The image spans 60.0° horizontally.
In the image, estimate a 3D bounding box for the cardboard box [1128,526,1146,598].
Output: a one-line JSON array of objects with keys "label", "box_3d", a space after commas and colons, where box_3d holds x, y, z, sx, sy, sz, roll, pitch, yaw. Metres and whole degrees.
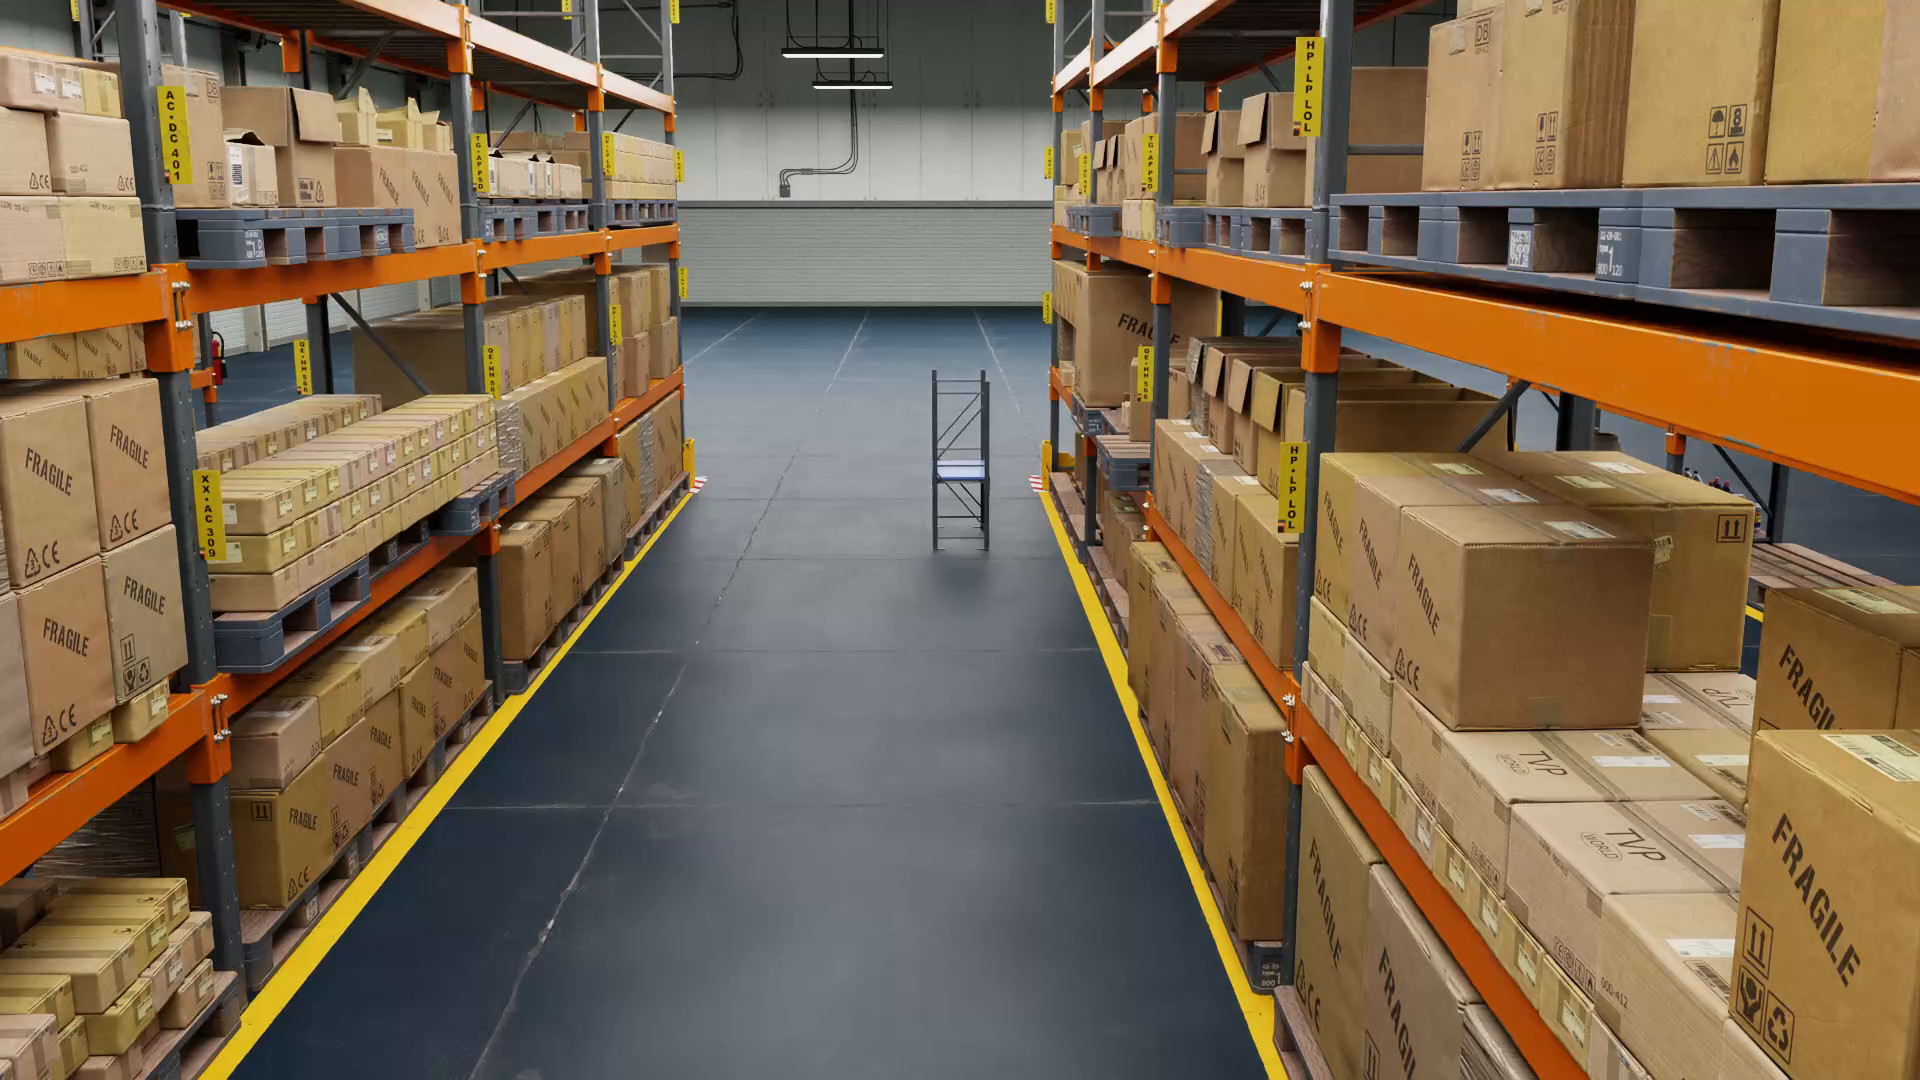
[{"label": "cardboard box", "box_3d": [1.566, 0.198, 11.910, 0.700, 0.500, 0.500, 1, 11, 4]}]

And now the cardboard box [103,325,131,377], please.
[{"label": "cardboard box", "box_3d": [-8.140, -1.793, 15.545, 0.500, 0.500, 0.500, 0, 11, 0]}]

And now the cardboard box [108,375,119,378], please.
[{"label": "cardboard box", "box_3d": [-8.084, -1.455, 15.509, 0.380, 0.149, 0.250, 0, 11, -1]}]

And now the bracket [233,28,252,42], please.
[{"label": "bracket", "box_3d": [-14.288, -10.043, 33.067, 0.235, 0.232, 0.430, 0, 11, -1]}]

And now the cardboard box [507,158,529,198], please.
[{"label": "cardboard box", "box_3d": [-3.124, -2.351, 10.819, 0.500, 0.250, 0.500, 0, 11, 0]}]

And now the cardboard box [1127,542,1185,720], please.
[{"label": "cardboard box", "box_3d": [1.636, 0.517, 9.444, 1.225, 0.875, 0.875, -1, 11, -4]}]

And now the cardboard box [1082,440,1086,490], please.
[{"label": "cardboard box", "box_3d": [1.520, -0.784, 16.799, 0.500, 0.500, 0.500, 3, 12, 14]}]

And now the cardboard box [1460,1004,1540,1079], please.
[{"label": "cardboard box", "box_3d": [1.696, 1.662, 3.799, 0.875, 0.875, 0.875, 0, 11, -1]}]

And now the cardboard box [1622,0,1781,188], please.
[{"label": "cardboard box", "box_3d": [1.793, -0.957, 3.320, 0.700, 0.500, 0.500, -1, 12, -5]}]

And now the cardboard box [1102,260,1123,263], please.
[{"label": "cardboard box", "box_3d": [1.736, -2.622, 17.116, 0.500, 0.500, 0.500, 0, 11, -1]}]

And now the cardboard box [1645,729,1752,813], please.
[{"label": "cardboard box", "box_3d": [2.028, 0.659, 4.086, 0.500, 0.250, 0.500, 0, 11, -2]}]

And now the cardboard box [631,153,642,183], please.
[{"label": "cardboard box", "box_3d": [-3.154, -3.346, 14.977, 0.500, 0.250, 0.500, 0, 11, -2]}]

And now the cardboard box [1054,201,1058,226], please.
[{"label": "cardboard box", "box_3d": [1.229, -3.345, 17.029, 0.500, 0.250, 0.500, 0, 11, 1]}]

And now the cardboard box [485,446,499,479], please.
[{"label": "cardboard box", "box_3d": [-2.849, -0.442, 9.458, 0.380, 0.149, 0.250, 0, 11, 0]}]

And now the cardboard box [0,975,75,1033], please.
[{"label": "cardboard box", "box_3d": [-2.984, 1.461, 5.120, 0.380, 0.149, 0.250, 0, 11, 1]}]

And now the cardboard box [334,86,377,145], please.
[{"label": "cardboard box", "box_3d": [-3.003, -2.014, 7.914, 0.396, 0.266, 0.258, 0, 11, -1]}]

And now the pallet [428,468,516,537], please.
[{"label": "pallet", "box_3d": [-3.197, -0.220, 9.272, 1.213, 0.211, 1.003, 0, 11, -1]}]

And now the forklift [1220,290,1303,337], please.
[{"label": "forklift", "box_3d": [3.045, -1.626, 15.891, 1.130, 2.935, 3.031, 0, 11, 1]}]

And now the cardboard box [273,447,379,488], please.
[{"label": "cardboard box", "box_3d": [-2.807, -0.321, 7.369, 0.380, 0.149, 0.250, 0, 11, -2]}]

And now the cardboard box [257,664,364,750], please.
[{"label": "cardboard box", "box_3d": [-3.000, 0.738, 7.413, 0.500, 0.250, 0.500, 0, 11, 0]}]

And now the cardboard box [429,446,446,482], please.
[{"label": "cardboard box", "box_3d": [-2.830, -0.383, 8.420, 0.380, 0.149, 0.250, 0, 11, -2]}]

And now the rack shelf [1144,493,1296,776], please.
[{"label": "rack shelf", "box_3d": [1.684, 0.295, 8.063, 1.077, 0.370, 4.000, 0, 11, -1]}]

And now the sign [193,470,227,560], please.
[{"label": "sign", "box_3d": [-2.693, -0.088, 5.962, 0.100, 0.325, 0.005, 0, 11, -1]}]

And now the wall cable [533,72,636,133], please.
[{"label": "wall cable", "box_3d": [-10.934, -12.301, 48.357, 3.097, 2.526, 0.112, 0, 11, -1]}]

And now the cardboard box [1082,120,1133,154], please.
[{"label": "cardboard box", "box_3d": [1.296, -3.249, 13.918, 0.500, 0.500, 0.500, -1, 11, -3]}]

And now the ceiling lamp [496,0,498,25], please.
[{"label": "ceiling lamp", "box_3d": [-9.883, -11.047, 32.386, 2.000, 3.185, 0.800, 0, 11, -1]}]

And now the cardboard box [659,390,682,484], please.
[{"label": "cardboard box", "box_3d": [-3.404, -1.075, 17.294, 0.875, 0.875, 0.875, 0, 11, -1]}]

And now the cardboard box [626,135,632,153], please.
[{"label": "cardboard box", "box_3d": [-3.086, -3.468, 14.575, 0.380, 0.149, 0.250, 0, 11, -2]}]

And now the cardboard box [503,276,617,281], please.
[{"label": "cardboard box", "box_3d": [-3.502, -2.035, 14.645, 0.875, 0.550, 0.550, 0, 11, -1]}]

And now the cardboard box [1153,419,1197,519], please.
[{"label": "cardboard box", "box_3d": [1.381, -0.407, 9.459, 0.500, 0.500, 0.500, 0, 11, 1]}]

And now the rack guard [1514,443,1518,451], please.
[{"label": "rack guard", "box_3d": [6.478, -0.826, 18.065, 1.175, 0.500, 0.348, 0, 11, -1]}]

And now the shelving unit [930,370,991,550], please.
[{"label": "shelving unit", "box_3d": [-0.002, -0.752, 15.184, 0.538, 1.500, 1.048, 0, 11, -1]}]

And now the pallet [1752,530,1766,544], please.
[{"label": "pallet", "box_3d": [6.540, -0.038, 14.906, 1.003, 0.211, 1.213, 0, 11, -1]}]

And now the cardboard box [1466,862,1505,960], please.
[{"label": "cardboard box", "box_3d": [1.440, 0.885, 3.977, 0.380, 0.149, 0.250, 0, 11, 0]}]

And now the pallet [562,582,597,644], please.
[{"label": "pallet", "box_3d": [-3.282, 0.512, 12.193, 1.003, 0.211, 1.213, 0, 11, -1]}]

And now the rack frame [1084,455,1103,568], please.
[{"label": "rack frame", "box_3d": [1.560, -1.251, 13.870, 1.000, 3.000, 0.127, 0, 11, -1]}]

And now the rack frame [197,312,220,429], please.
[{"label": "rack frame", "box_3d": [-8.431, -2.005, 17.589, 1.000, 3.000, 0.127, 0, 11, -1]}]

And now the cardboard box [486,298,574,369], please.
[{"label": "cardboard box", "box_3d": [-3.372, -1.588, 12.769, 0.700, 0.500, 0.500, 0, 11, -2]}]

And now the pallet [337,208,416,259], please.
[{"label": "pallet", "box_3d": [-3.167, -1.367, 7.374, 1.213, 0.211, 1.003, 0, 11, -1]}]

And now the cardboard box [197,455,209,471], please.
[{"label": "cardboard box", "box_3d": [-3.455, -0.270, 7.117, 0.380, 0.149, 0.250, 0, 11, -1]}]

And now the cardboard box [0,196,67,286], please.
[{"label": "cardboard box", "box_3d": [-2.957, -0.861, 4.782, 0.500, 0.250, 0.500, 0, 11, -1]}]

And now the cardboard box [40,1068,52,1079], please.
[{"label": "cardboard box", "box_3d": [-2.938, 1.655, 4.916, 0.380, 0.149, 0.250, 0, 11, 0]}]

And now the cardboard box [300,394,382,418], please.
[{"label": "cardboard box", "box_3d": [-3.502, -0.736, 9.412, 0.380, 0.149, 0.250, 0, 11, -1]}]

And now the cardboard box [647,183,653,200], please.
[{"label": "cardboard box", "box_3d": [-3.107, -3.279, 15.650, 0.380, 0.149, 0.250, 0, 11, 0]}]

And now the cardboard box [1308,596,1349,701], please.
[{"label": "cardboard box", "box_3d": [1.473, 0.362, 5.551, 0.500, 0.250, 0.500, 0, 11, -2]}]

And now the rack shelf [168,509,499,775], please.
[{"label": "rack shelf", "box_3d": [-3.277, 0.295, 8.061, 1.077, 0.370, 4.000, 0, 11, -1]}]

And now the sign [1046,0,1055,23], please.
[{"label": "sign", "box_3d": [0.935, -5.480, 17.081, 0.100, 0.325, 0.005, 0, 11, -1]}]

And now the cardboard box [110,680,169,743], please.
[{"label": "cardboard box", "box_3d": [-2.882, 0.570, 5.530, 0.380, 0.149, 0.250, -1, 11, -3]}]

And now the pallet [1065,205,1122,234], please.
[{"label": "pallet", "box_3d": [1.466, -2.505, 12.983, 1.213, 0.211, 1.003, 0, 11, -1]}]

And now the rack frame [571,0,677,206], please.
[{"label": "rack frame", "box_3d": [-3.484, -4.986, 17.191, 1.000, 3.000, 0.127, 0, 11, -1]}]

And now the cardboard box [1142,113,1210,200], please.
[{"label": "cardboard box", "box_3d": [1.383, -2.313, 10.055, 0.500, 0.500, 0.500, 0, 11, 0]}]

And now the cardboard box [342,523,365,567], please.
[{"label": "cardboard box", "box_3d": [-2.801, 0.022, 7.171, 0.380, 0.149, 0.250, 0, 11, -1]}]

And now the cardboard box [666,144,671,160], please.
[{"label": "cardboard box", "box_3d": [-3.134, -3.923, 16.816, 0.380, 0.149, 0.250, 0, 11, -1]}]

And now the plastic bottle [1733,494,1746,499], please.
[{"label": "plastic bottle", "box_3d": [6.909, -0.281, 14.835, 0.152, 0.276, 0.135, 0, 11, 1]}]

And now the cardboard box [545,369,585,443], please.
[{"label": "cardboard box", "box_3d": [-3.102, -0.996, 12.362, 0.500, 0.500, 0.500, 0, 11, -1]}]
